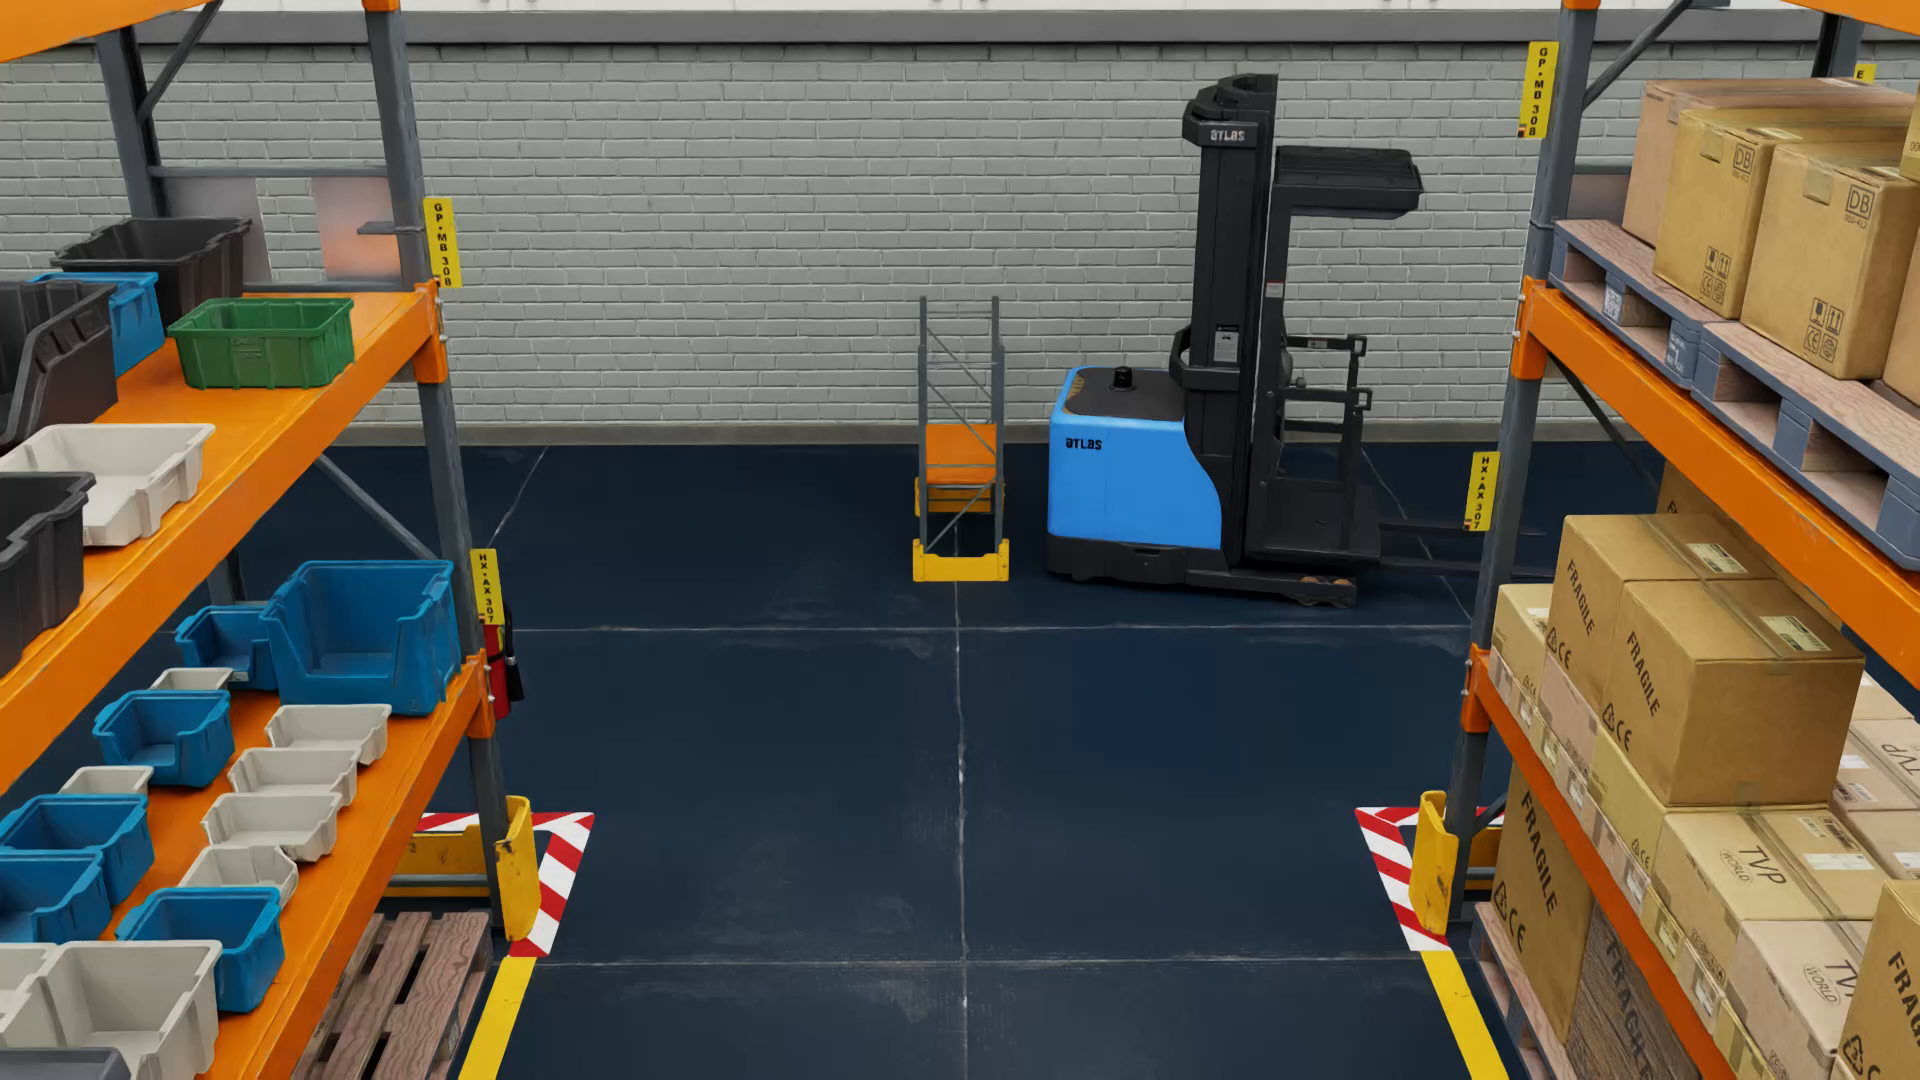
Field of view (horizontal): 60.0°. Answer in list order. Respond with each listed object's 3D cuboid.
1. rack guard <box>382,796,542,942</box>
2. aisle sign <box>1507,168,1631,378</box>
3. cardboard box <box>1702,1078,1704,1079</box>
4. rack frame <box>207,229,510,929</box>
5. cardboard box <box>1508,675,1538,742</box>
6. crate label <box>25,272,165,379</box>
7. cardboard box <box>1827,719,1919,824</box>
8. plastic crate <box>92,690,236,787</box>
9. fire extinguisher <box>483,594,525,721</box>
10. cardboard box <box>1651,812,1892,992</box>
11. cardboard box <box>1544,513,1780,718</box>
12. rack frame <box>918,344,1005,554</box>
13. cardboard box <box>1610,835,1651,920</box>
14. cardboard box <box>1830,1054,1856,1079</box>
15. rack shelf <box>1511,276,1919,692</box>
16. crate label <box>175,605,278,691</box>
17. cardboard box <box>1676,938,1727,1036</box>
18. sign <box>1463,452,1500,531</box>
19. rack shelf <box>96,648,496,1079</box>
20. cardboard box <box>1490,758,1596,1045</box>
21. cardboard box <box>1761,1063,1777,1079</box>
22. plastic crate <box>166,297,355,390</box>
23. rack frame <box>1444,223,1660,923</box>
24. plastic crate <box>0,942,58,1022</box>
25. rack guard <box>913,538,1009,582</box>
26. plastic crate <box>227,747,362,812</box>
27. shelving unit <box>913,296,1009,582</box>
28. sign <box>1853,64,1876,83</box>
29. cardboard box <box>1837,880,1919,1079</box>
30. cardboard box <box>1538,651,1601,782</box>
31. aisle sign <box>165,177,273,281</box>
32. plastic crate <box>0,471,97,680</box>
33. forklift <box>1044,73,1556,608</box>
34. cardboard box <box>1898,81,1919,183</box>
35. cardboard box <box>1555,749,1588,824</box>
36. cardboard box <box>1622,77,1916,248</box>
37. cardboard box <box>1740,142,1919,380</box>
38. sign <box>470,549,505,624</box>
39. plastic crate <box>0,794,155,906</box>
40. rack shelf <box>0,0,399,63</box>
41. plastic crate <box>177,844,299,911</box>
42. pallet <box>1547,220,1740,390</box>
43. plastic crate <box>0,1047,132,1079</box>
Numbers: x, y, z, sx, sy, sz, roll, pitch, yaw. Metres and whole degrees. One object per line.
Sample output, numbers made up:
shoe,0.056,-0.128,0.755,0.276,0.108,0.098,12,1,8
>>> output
rack guard,-2.412,1.396,7.056,1.175,0.500,0.348,0,24,-1
aisle sign,2.254,-0.968,6.095,0.394,0.787,0.004,0,24,-1
cardboard box,2.661,2.027,4.697,0.875,0.875,0.875,0,24,-1
rack frame,-2.398,0.267,6.519,1.000,3.000,0.127,0,24,-1
cardboard box,2.232,0.613,6.060,0.380,0.149,0.250,-1,24,-1
crate label,-2.711,-0.650,5.088,0.408,0.251,0.502,0,24,-1
cardboard box,2.836,0.795,5.173,0.500,0.250,0.500,-1,24,-2
plastic crate,-2.718,0.691,5.713,0.416,0.233,0.300,0,24,-1
fire extinguisher,-1.946,0.408,6.754,0.296,0.674,0.183,0,24,-1
cardboard box,2.315,1.013,4.691,0.500,0.250,0.500,-1,24,-2
cardboard box,2.295,0.241,5.488,0.500,0.500,0.500,-1,24,-2
rack frame,0.006,-0.439,9.900,0.500,1.500,0.032,0,24,-1
cardboard box,2.245,1.037,5.122,0.380,0.149,0.250,-1,24,-1
cardboard box,2.323,1.432,3.765,0.500,0.250,0.500,0,24,1
rack shelf,2.576,0.030,4.276,1.077,0.370,4.000,0,24,-1
crate label,-2.725,0.419,6.313,0.416,0.233,0.303,0,24,-1
cardboard box,2.251,1.249,4.653,0.380,0.149,0.250,0,24,0
sign,1.999,-0.185,6.373,0.100,0.325,0.005,0,24,-1
rack shelf,-2.377,1.419,4.845,1.077,0.370,4.000,0,24,-1
cardboard box,2.641,1.285,6.337,0.875,0.875,0.875,0,24,-1
cardboard box,2.255,1.460,4.188,0.380,0.149,0.250,0,24,0
plastic crate,-2.102,-0.598,5.049,0.450,0.188,0.336,0,24,-1
rack frame,2.554,0.245,6.568,1.000,3.000,0.127,0,24,-1
plastic crate,-2.674,1.292,4.500,0.293,0.136,0.466,0,24,-1
rack guard,0.006,0.123,10.175,0.587,0.250,0.087,0,24,-1
plastic crate,-2.220,0.815,5.556,0.396,0.136,0.243,0,24,-1
shelving unit,0.001,-0.652,10.371,0.587,1.500,1.083,0,24,-1
sign,3.097,-1.486,5.777,0.100,0.325,0.005,0,24,-1
cardboard box,2.324,1.090,3.612,0.500,0.500,0.500,0,24,0
cardboard box,2.302,0.591,5.624,0.500,0.250,0.500,-1,24,-1
aisle sign,-2.696,-0.946,6.046,0.394,0.787,0.004,0,24,-1
plastic crate,-2.094,0.095,3.418,0.497,0.269,0.590,0,24,-1
forklift,2.086,-1.170,9.781,3.031,2.935,1.130,5,25,10
cardboard box,2.566,-0.913,3.827,0.500,0.250,0.500,-1,24,-2
cardboard box,2.240,0.826,5.589,0.380,0.149,0.250,-1,24,-1
cardboard box,2.614,-1.190,5.349,0.700,0.500,0.500,-2,24,-4
cardboard box,2.553,-0.745,4.365,0.700,0.500,0.500,-2,24,-4
sign,-1.849,0.184,6.506,0.100,0.325,0.005,0,24,-1
plastic crate,-2.711,0.962,5.113,0.416,0.233,0.300,0,24,-1
rack shelf,-2.377,-1.132,3.691,1.077,0.370,4.000,0,24,-1
plastic crate,-2.170,1.051,5.033,0.298,0.136,0.250,0,24,-1
pallet,2.573,-0.776,5.293,1.003,0.211,1.213,0,24,-1
plastic crate,-2.114,1.490,3.665,0.402,0.464,0.583,0,24,-1
